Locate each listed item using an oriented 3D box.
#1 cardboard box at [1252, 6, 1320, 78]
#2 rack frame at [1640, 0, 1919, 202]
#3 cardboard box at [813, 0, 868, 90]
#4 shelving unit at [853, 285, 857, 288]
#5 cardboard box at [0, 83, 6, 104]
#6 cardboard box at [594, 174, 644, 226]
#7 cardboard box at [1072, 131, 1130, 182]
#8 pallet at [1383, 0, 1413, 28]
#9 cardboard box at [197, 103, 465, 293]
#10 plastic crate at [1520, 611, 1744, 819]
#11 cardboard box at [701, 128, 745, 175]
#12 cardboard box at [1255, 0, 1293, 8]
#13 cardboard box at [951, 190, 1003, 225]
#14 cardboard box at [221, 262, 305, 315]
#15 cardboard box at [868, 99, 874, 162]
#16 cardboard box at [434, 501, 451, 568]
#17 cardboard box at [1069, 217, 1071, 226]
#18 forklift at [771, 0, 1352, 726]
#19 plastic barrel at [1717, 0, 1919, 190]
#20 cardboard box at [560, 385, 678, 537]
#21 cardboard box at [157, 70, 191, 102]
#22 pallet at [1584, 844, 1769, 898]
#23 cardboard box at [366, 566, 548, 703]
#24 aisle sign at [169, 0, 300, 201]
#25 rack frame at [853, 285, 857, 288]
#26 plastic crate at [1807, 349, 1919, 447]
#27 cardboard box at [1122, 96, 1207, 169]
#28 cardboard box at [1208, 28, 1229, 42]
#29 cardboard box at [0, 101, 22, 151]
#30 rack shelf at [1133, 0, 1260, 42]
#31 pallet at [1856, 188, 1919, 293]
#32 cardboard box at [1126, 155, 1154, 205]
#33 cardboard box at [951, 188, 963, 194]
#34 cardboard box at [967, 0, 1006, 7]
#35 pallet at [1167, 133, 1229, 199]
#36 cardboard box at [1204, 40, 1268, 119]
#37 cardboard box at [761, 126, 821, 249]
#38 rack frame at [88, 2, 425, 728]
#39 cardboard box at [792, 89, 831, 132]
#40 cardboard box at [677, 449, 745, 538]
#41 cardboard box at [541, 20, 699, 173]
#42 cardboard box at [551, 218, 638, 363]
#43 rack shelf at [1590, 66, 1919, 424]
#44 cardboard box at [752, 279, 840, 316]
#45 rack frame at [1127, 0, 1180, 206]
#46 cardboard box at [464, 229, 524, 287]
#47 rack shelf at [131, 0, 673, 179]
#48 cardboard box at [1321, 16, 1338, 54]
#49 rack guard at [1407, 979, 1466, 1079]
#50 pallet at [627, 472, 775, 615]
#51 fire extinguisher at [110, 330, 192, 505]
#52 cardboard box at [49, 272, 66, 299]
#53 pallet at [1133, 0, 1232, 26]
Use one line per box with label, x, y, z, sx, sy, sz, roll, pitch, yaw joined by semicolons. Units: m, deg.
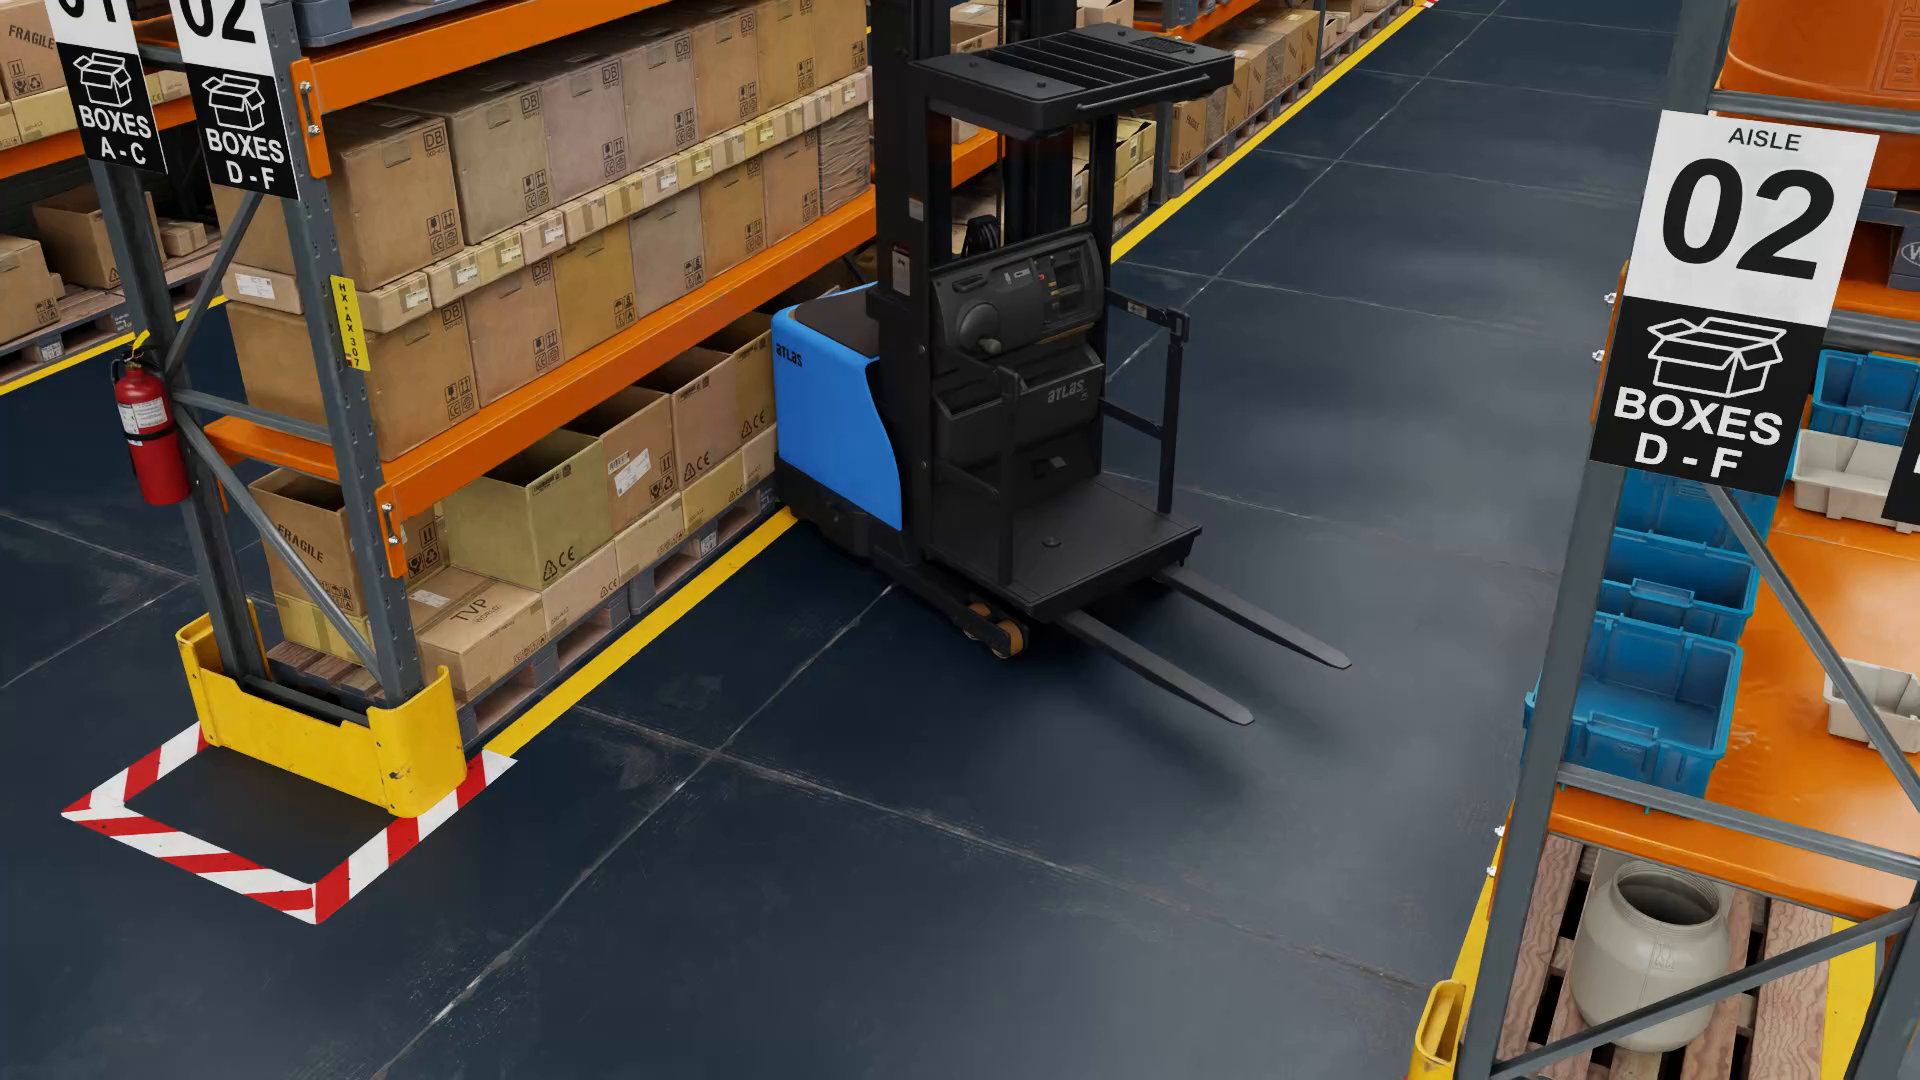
cardboard box;2.973;-4.583;15.287;0.500;0.500;0.500;14;33;23
rack frame;1.884;-1.916;2.551;1.000;3.000;0.127;14;33;23
cardboard box;-0.898;-2.621;8.399;0.700;0.500;0.500;14;33;24
shelving unit;-0.466;-0.888;8.866;0.258;0.900;0.210;12;36;26
cardboard box;-5.751;-2.650;9.231;0.500;0.500;0.500;15;33;25
cardboard box;-1.569;-1.461;7.031;0.380;0.149;0.250;14;33;23
cardboard box;0.870;-2.700;11.715;0.500;0.311;0.500;14;33;23
pallet;4.368;-5.936;18.376;1.003;0.211;1.213;14;33;23
cardboard box;-2.276;-1.274;6.052;0.700;0.500;0.500;14;33;23
plastic crate;1.845;0.460;4.586;0.499;0.251;0.616;14;33;23
cardboard box;-1.215;-1.806;7.632;0.380;0.149;0.250;15;33;25
cardboard box;2.950;-5.184;16.333;0.500;0.500;0.500;14;33;23
cardboard box;0.176;-2.023;10.538;0.500;0.311;0.500;13;32;22
cardboard box;-2.520;-0.977;6.188;0.380;0.149;0.250;14;33;22
cardboard box;-0.516;-2.376;9.527;0.500;0.250;0.500;17;34;26
cardboard box;-2.326;0.041;7.506;0.500;0.250;0.500;14;33;23
cardboard box;0.403;-2.008;11.073;0.500;0.250;0.500;15;33;24
forklift;0.402;-1.033;7.105;1.130;2.935;3.031;-23;37;-34
plastic barrel;1.992;-1.228;3.511;0.600;0.830;0.708;14;33;23
cardboard box;-1.639;-0.389;7.502;0.500;0.500;0.500;14;33;23
cardboard box;-5.059;-3.000;10.593;0.500;0.250;0.500;14;33;23
pallet;2.808;0.952;6.380;1.003;0.211;1.213;14;33;23
cardboard box;-2.082;0.383;6.910;0.500;0.250;0.500;14;33;23
aisle sign;-2.281;-1.469;5.185;0.394;0.787;0.004;14;33;23
rack frame;-0.418;-0.939;8.940;0.240;0.900;0.006;12;36;26
plastic crate;3.444;-0.471;6.208;0.499;0.251;0.616;14;33;23
cardboard box;1.582;-3.230;12.931;0.500;0.500;0.500;16;33;25
cardboard box;2.038;-4.249;14.705;0.500;0.500;0.500;15;33;24
cardboard box;-5.737;-2.332;9.429;0.500;0.250;0.500;15;33;24
rack shelf;2.031;-4.561;13.903;1.077;0.370;4.000;14;33;23
pallet;2.348;-0.878;3.945;1.003;0.211;1.213;14;33;23
cardboard box;1.098;-2.688;12.258;0.500;0.250;0.500;15;33;24
cardboard box;-0.312;-2.144;10.747;0.500;0.311;0.500;14;33;23
cardboard box;0.371;-3.282;10.853;0.500;0.500;0.500;12;32;21
pallet;1.494;-3.100;13.436;1.003;0.211;1.213;14;33;23
cardboard box;2.282;-3.917;14.128;0.500;0.500;0.500;13;32;22
cardboard box;-1.133;-1.823;8.312;0.700;0.500;0.500;14;33;23
rack frame;-2.524;-0.440;6.004;1.000;3.000;0.127;14;33;23
cardboard box;-0.866;-2.143;8.218;0.380;0.149;0.250;13;32;22
cardboard box;-1.397;-0.282;8.068;0.500;0.250;0.500;14;33;23
cardboard box;-1.584;-1.954;7.237;0.700;0.500;0.500;14;33;23
cardboard box;-1.834;-1.140;7.123;0.700;0.500;0.500;15;33;24
rack shelf;2.795;-1.190;5.021;1.077;0.370;4.000;14;33;23
cardboard box;-0.957;-1.054;8.660;0.500;0.500;0.500;14;33;23
rack frame;1.120;-3.987;12.180;1.000;3.000;0.127;14;33;23
cardboard box;-1.921;-1.118;6.433;0.380;0.149;0.250;14;33;23
rack shelf;-1.613;-2.316;6.980;1.077;0.370;4.000;14;33;23
cardboard box;3.326;-4.922;16.067;0.500;0.311;0.500;14;33;23
rack guard;1.877;1.725;4.744;1.175;0.500;0.348;14;33;23
pallet;-1.656;-0.118;8.244;1.003;0.211;1.213;14;33;23
fire extinguisher;-2.991;-0.460;6.116;0.296;0.674;0.183;14;33;23
cardboard box;-5.860;-1.585;10.420;0.380;0.149;0.250;12;32;19
pallet;1.367;-4.220;12.779;1.213;0.211;1.003;14;33;23
